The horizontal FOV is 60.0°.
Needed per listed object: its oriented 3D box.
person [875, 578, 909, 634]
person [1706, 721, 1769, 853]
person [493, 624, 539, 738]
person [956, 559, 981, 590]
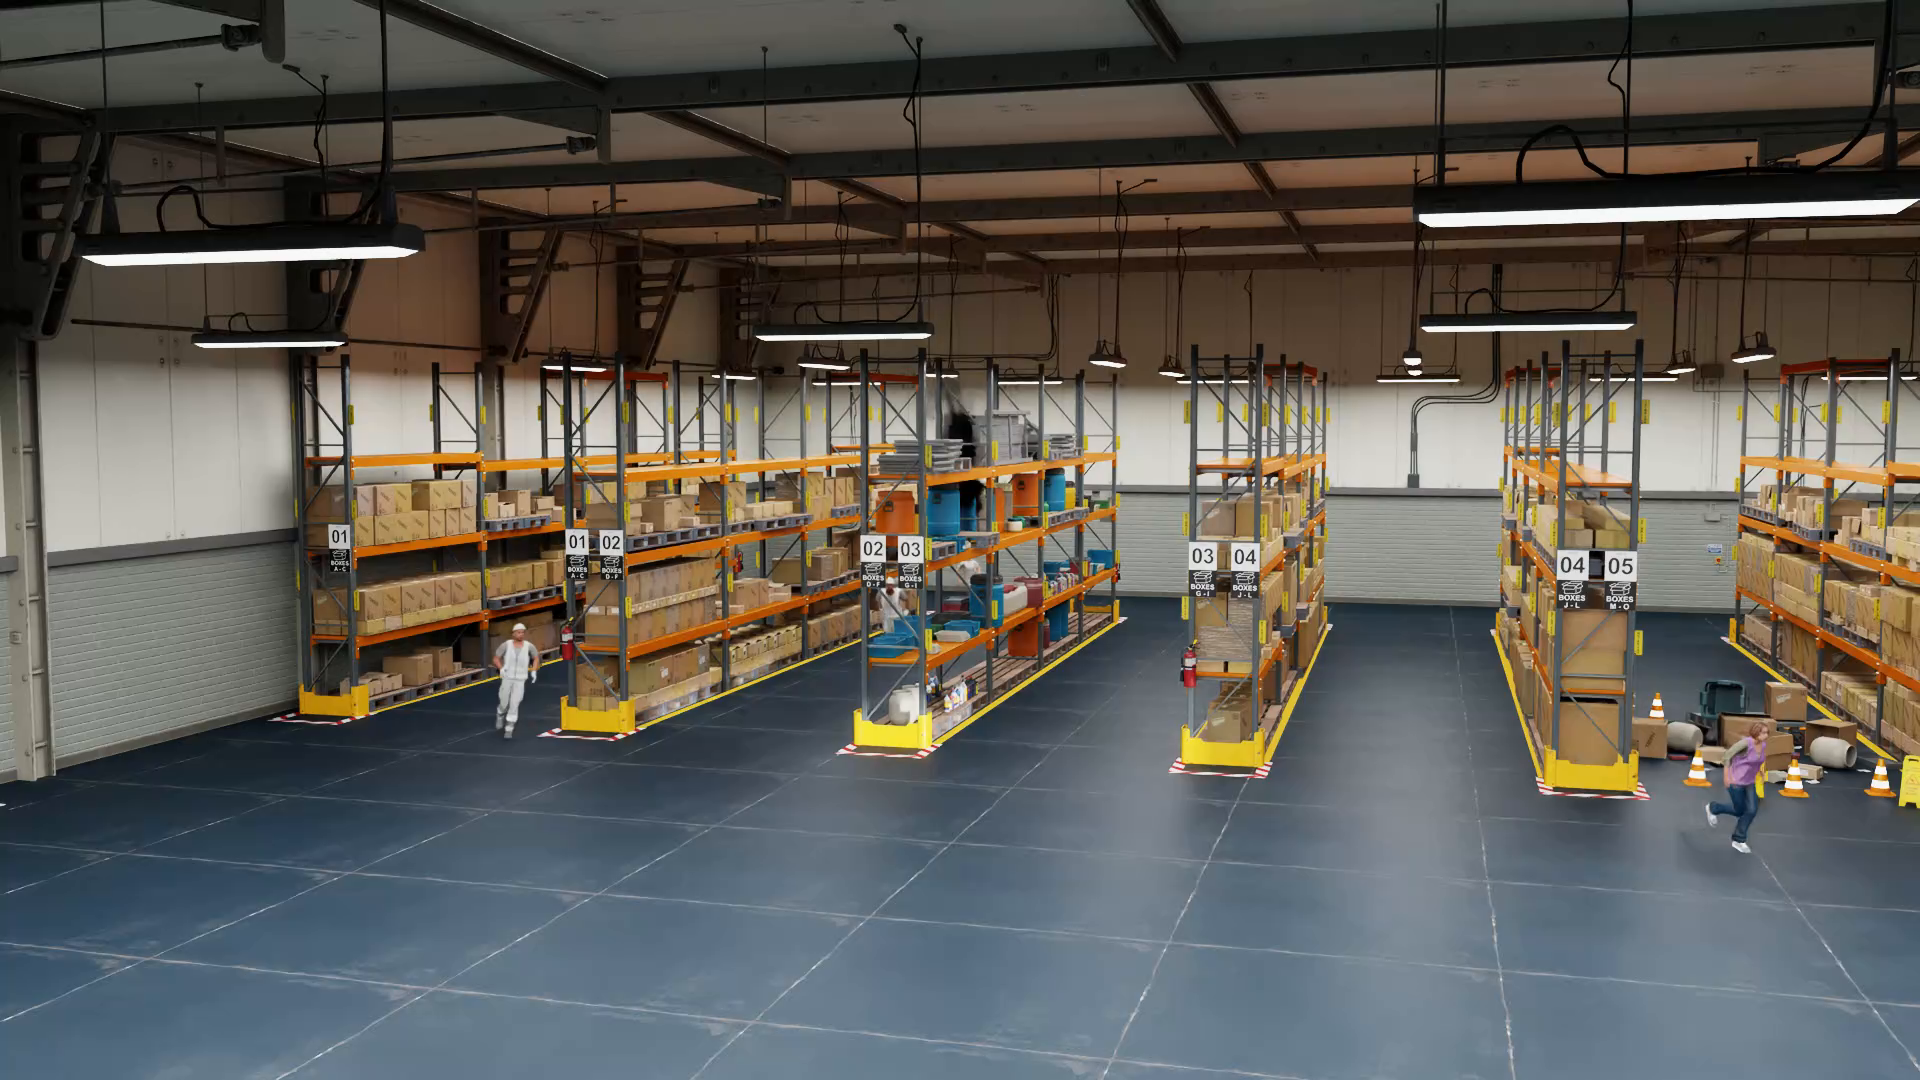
[{"bbox_3d":[-1.398,1.603,34.217,0.675,1.704,0.762,1,4,13],"label":"person"},{"bbox_3d":[9.003,2.819,19.262,0.536,1.542,0.768,-2,5,-28],"label":"person"},{"bbox_3d":[-6.928,2.173,26.008,0.705,1.755,0.807,-1,5,-18],"label":"person"},{"bbox_3d":[0.264,1.068,41.349,0.610,1.668,0.793,-3,5,-34],"label":"person"}]
